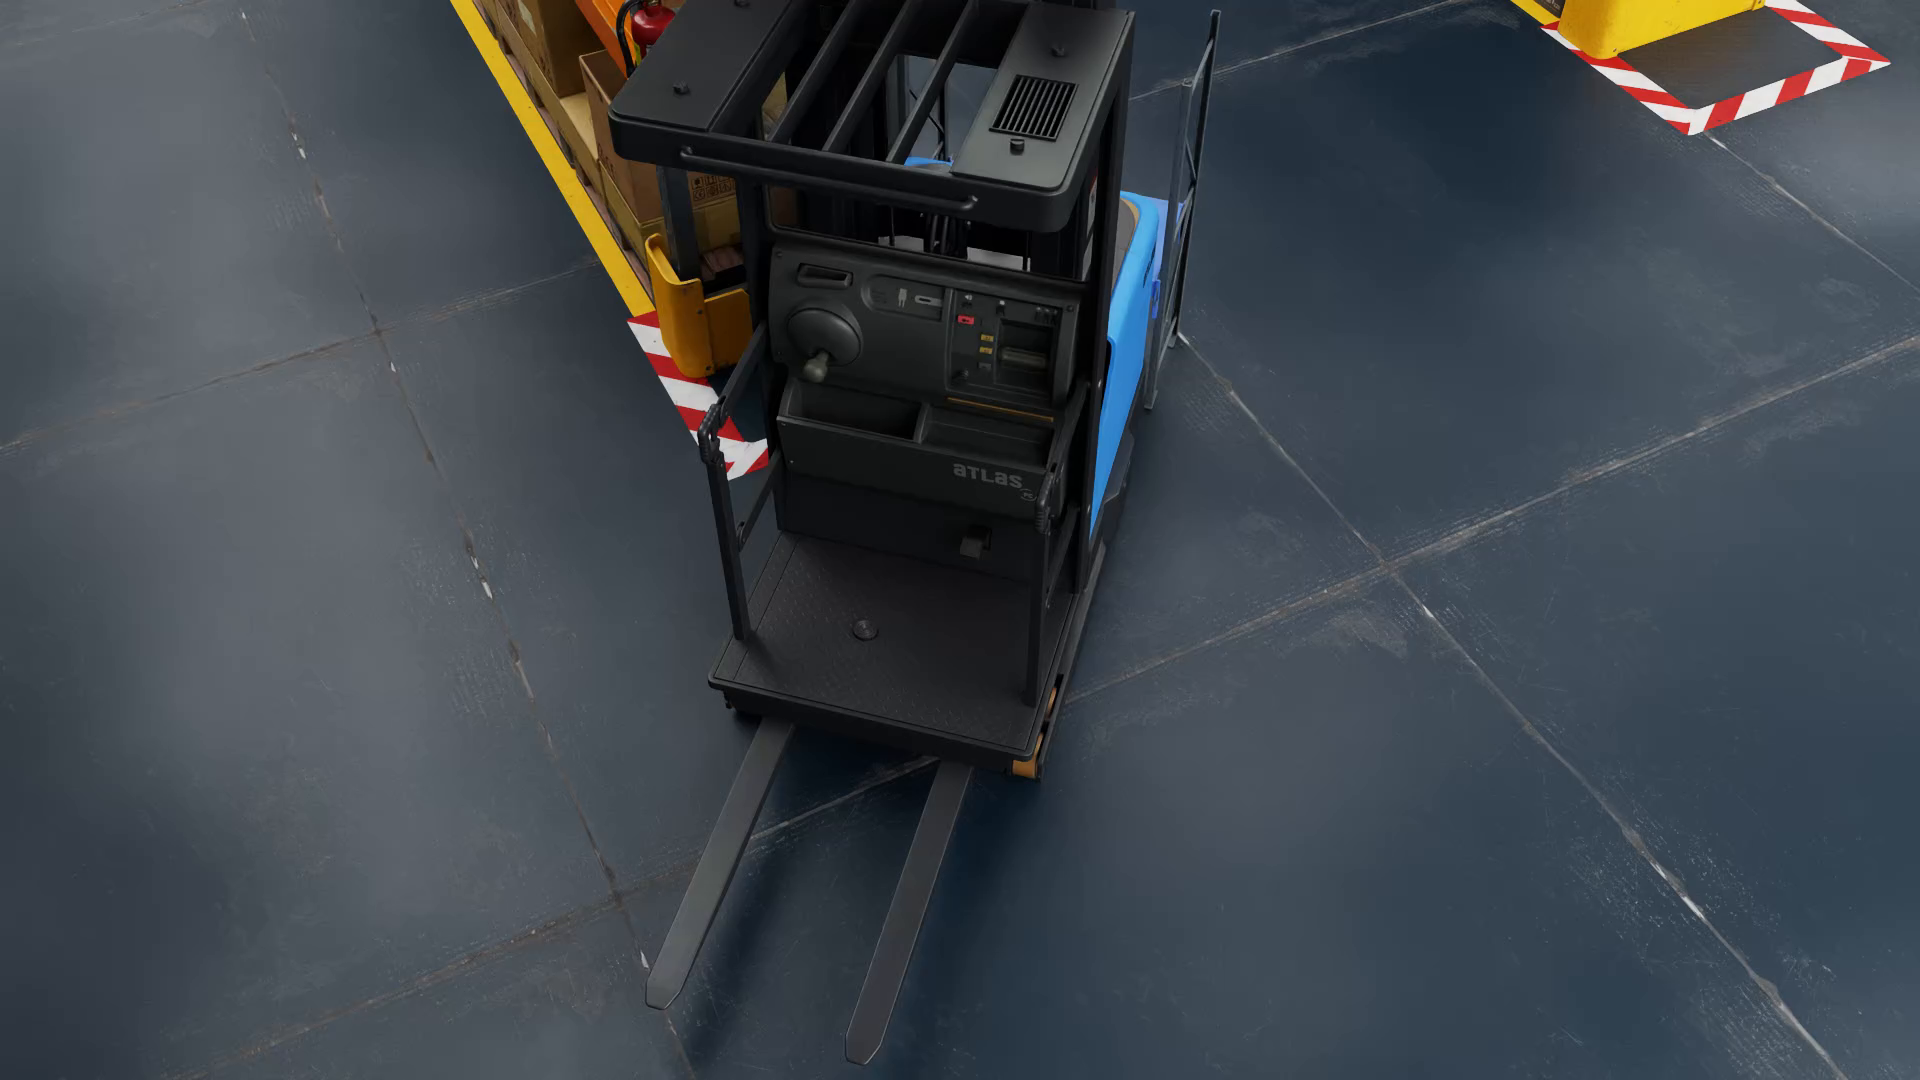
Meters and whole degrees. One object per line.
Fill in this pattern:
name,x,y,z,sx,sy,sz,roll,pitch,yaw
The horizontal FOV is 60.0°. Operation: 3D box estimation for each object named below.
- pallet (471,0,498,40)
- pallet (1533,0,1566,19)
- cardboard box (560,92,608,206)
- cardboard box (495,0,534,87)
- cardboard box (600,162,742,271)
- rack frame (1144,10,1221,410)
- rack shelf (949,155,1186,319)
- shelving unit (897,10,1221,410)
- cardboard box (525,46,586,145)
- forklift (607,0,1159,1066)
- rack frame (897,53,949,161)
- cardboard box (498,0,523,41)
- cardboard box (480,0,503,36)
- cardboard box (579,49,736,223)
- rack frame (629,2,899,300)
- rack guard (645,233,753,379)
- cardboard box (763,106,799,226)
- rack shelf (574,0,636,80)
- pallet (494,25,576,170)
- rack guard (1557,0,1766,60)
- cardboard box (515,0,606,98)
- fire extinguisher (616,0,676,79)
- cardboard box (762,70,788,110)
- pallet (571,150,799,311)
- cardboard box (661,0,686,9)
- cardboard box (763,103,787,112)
pallet,-2.192,-3.178,8.889,1.003,0.211,1.213,-21,52,-18
pallet,3.274,-3.331,9.023,1.003,0.211,1.213,-21,52,-18
cardboard box,-1.436,-1.786,7.367,0.500,0.250,0.500,-21,52,-18
cardboard box,-1.894,-2.455,7.952,0.500,0.250,0.500,-21,52,-18
cardboard box,-1.197,-1.455,7.078,0.500,0.250,0.500,-21,52,-18
rack frame,0.835,-1.205,6.304,0.032,1.500,0.500,13,50,11
rack shelf,0.350,-1.201,6.540,1.000,0.185,0.538,13,50,11
shelving unit,0.350,-1.320,6.406,1.048,1.500,0.538,13,50,11
cardboard box,-1.667,-2.120,7.659,0.500,0.250,0.500,-21,52,-18
forklift,-0.172,-0.508,4.747,1.130,2.935,3.031,12,50,10
rack frame,-0.134,-1.436,6.507,0.032,1.500,0.500,13,50,11
cardboard box,-1.897,-2.701,7.669,0.500,0.500,0.500,-21,52,-18
cardboard box,-2.128,-2.788,8.243,0.500,0.250,0.500,-21,52,-18
cardboard box,-1.199,-1.701,6.795,0.500,0.500,0.500,-21,52,-18
rack frame,-0.689,-1.965,5.976,1.000,3.000,0.127,-21,52,-18
rack guard,-0.678,-1.126,6.903,1.175,0.500,0.348,-21,52,-18
cardboard box,-0.736,-1.634,7.234,0.500,0.250,0.500,-21,52,-18
rack shelf,-1.604,-3.067,7.417,1.077,0.370,4.000,-21,52,-18
pallet,-1.630,-2.360,8.174,1.003,0.211,1.213,-21,52,-18
rack guard,3.641,-2.880,8.437,1.175,0.500,0.348,-21,52,-18
cardboard box,-1.669,-2.366,7.376,0.500,0.500,0.500,-21,52,-18
fire extinguisher,-1.047,-1.701,5.796,0.296,0.674,0.183,-21,52,-18
cardboard box,-0.967,-2.215,7.244,0.500,0.500,0.500,-21,52,-18
pallet,-1.076,-1.545,7.461,1.003,0.211,1.213,-21,52,-18
cardboard box,-0.891,-2.315,6.215,0.700,0.500,0.500,-21,52,-18
cardboard box,-0.968,-1.967,7.525,0.500,0.250,0.500,-21,52,-18
